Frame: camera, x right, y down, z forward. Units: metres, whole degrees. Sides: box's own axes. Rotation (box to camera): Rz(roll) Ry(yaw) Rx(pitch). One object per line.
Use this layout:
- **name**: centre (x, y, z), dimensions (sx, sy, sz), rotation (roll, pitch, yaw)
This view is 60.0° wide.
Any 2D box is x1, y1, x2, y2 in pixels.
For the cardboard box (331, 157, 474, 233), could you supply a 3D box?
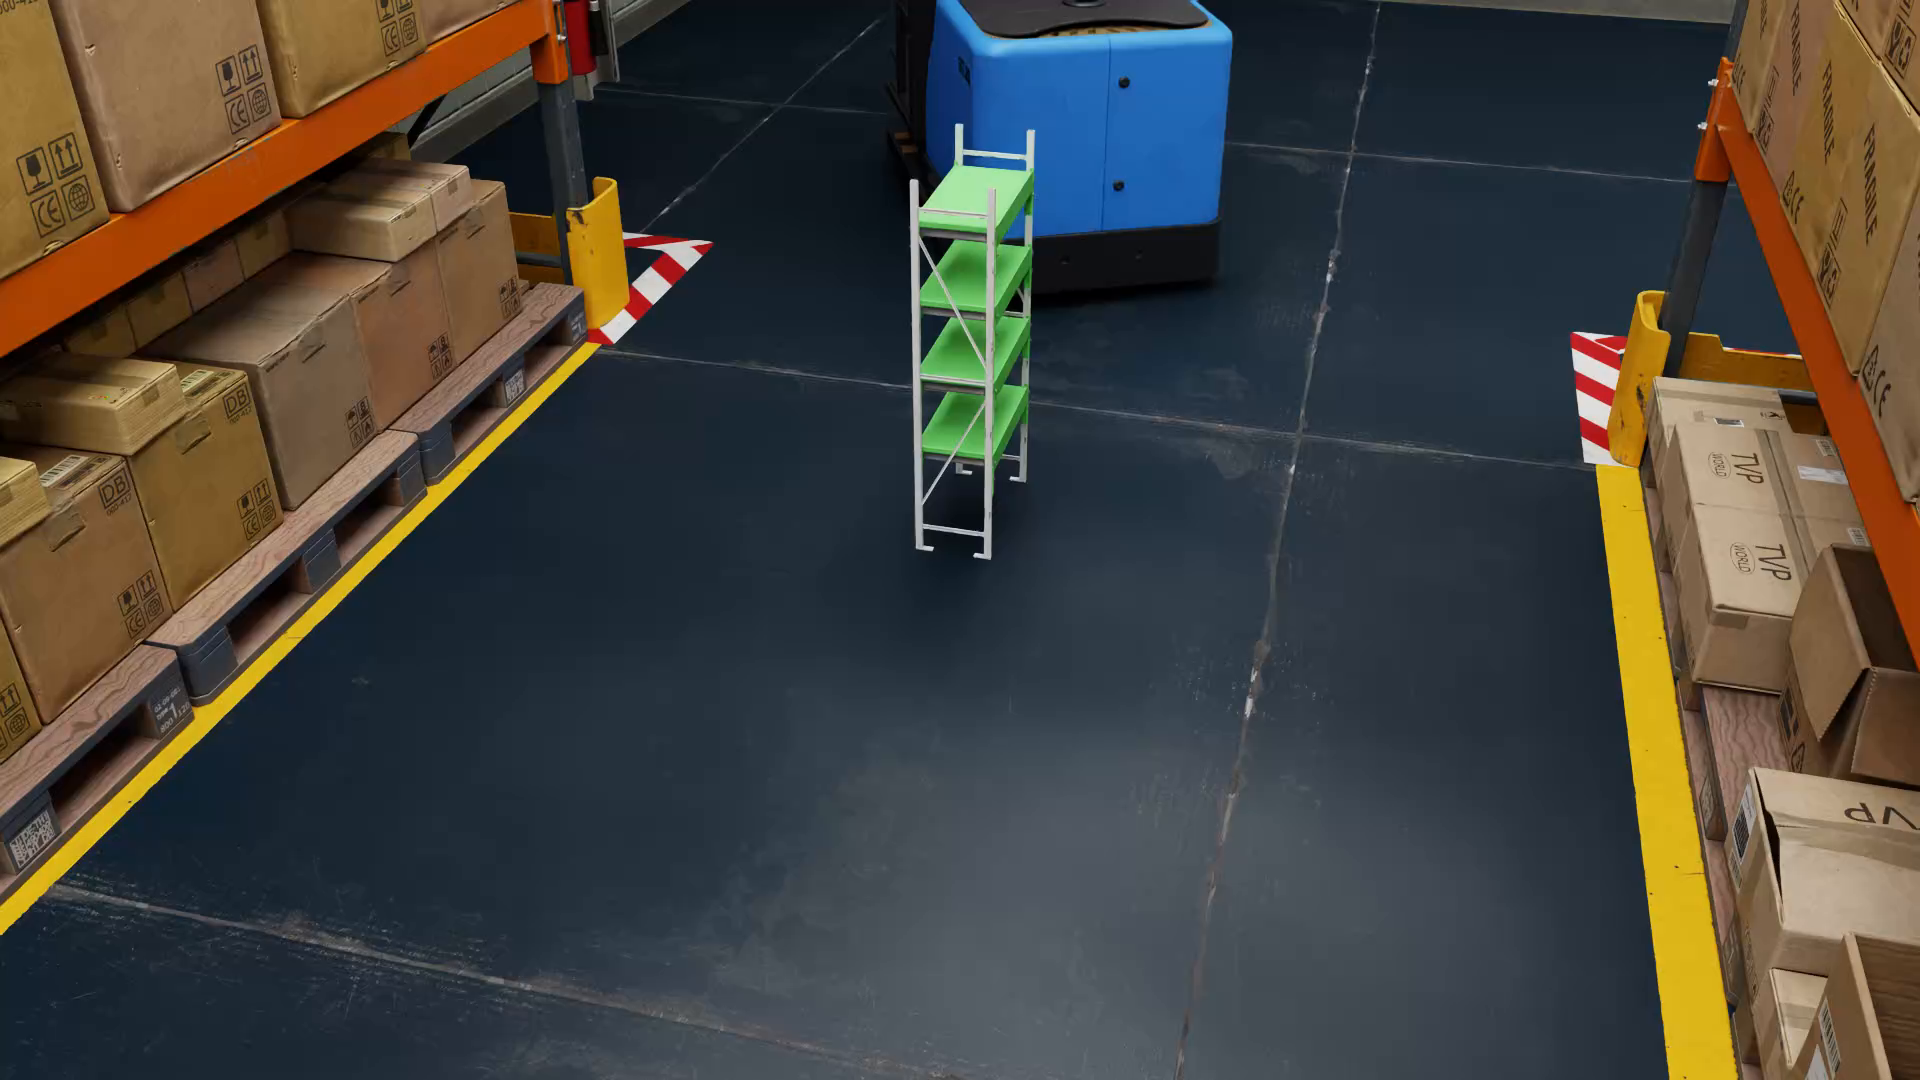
- **cardboard box**: centre (-1.884, -1.171, 5.630), dimensions (0.380, 0.149, 0.250), rotation (8, 33, 12)

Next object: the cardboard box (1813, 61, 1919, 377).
- **cardboard box**: centre (2.094, -0.631, 3.353), dimensions (0.500, 0.500, 0.500), rotation (8, 33, 13)

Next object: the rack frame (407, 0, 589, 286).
- **rack frame**: centre (-1.947, -2.243, 5.982), dimensions (1.000, 3.000, 0.127), rotation (8, 33, 12)

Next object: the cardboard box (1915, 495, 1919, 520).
- **cardboard box**: centre (1.839, -0.099, 2.517), dimensions (0.500, 0.500, 0.500), rotation (9, 34, 14)

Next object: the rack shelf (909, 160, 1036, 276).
- **rack shelf**: centre (0.042, -0.943, 4.840), dimensions (0.258, 0.148, 0.480), rotation (8, 33, 12)

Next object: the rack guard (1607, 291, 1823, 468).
- **rack guard**: centre (2.826, -0.476, 5.533), dimensions (1.175, 0.500, 0.348), rotation (8, 33, 12)

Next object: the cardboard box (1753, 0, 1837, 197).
- **cardboard box**: centre (2.352, -1.150, 4.170), dimensions (0.500, 0.500, 0.500), rotation (8, 33, 12)

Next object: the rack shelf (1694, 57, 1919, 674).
- **rack shelf**: centre (2.338, -0.229, 3.485), dimensions (1.077, 0.370, 4.000), rotation (8, 33, 12)

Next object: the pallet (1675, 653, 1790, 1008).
- **pallet**: centre (2.313, 0.691, 3.967), dimensions (1.003, 0.211, 1.213), rotation (8, 33, 12)

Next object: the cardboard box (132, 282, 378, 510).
- **cardboard box**: centre (-2.282, -0.468, 5.128), dimensions (0.700, 0.500, 0.500), rotation (7, 33, 11)

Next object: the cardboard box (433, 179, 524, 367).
- **cardboard box**: centre (-2.028, -0.988, 5.947), dimensions (0.700, 0.500, 0.500), rotation (8, 33, 12)

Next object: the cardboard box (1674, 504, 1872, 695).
- **cardboard box**: centre (2.180, 0.167, 4.345), dimensions (0.500, 0.250, 0.500), rotation (8, 33, 12)

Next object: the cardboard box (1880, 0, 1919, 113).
- **cardboard box**: centre (2.093, -1.045, 3.073), dimensions (0.500, 0.500, 0.500), rotation (8, 33, 12)

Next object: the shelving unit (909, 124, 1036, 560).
- **shelving unit**: centre (0.042, -0.592, 5.063), dimensions (0.258, 1.200, 0.503), rotation (8, 33, 12)

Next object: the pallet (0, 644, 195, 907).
- **pallet**: centre (-2.693, 0.626, 4.069), dimensions (1.003, 0.211, 1.213), rotation (8, 33, 12)

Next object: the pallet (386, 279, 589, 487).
- **pallet**: centre (-2.074, -0.641, 6.061), dimensions (1.003, 0.211, 1.213), rotation (8, 33, 12)

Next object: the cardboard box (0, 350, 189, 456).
- **cardboard box**: centre (-2.277, -0.361, 4.356), dimensions (0.380, 0.149, 0.250), rotation (7, 33, 11)

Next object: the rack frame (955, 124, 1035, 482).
- **rack frame**: centre (0.104, -0.719, 5.262), dimensions (0.240, 1.200, 0.015), rotation (8, 33, 12)

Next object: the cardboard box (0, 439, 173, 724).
- **cardboard box**: centre (-2.542, 0.076, 4.273), dimensions (0.700, 0.500, 0.500), rotation (8, 33, 12)

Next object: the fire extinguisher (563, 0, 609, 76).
- **fire extinguisher**: centre (-1.462, -2.068, 6.127), dimensions (0.296, 0.674, 0.183), rotation (8, 33, 12)

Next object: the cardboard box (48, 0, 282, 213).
- **cardboard box**: centre (-2.443, -1.330, 4.267), dimensions (0.980, 0.700, 0.700), rotation (6, 33, 10)

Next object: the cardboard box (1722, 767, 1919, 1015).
- **cardboard box**: centre (1.891, 0.731, 3.401), dimensions (0.500, 0.311, 0.500), rotation (8, 33, 12)

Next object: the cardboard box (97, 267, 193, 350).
- **cardboard box**: centre (-2.509, -0.696, 4.883), dimensions (0.380, 0.149, 0.250), rotation (8, 33, 13)

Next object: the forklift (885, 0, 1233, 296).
- **forklift**: centre (0.261, -2.987, 7.216), dimensions (1.130, 2.935, 3.031), rotation (-6, 33, -10)

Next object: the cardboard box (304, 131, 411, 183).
- **cardboard box**: centre (-2.189, -1.354, 5.918), dimensions (0.380, 0.149, 0.250), rotation (8, 33, 13)

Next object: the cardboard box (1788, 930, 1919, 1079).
- **cardboard box**: centre (1.701, 1.040, 2.738), dimensions (0.500, 0.500, 0.500), rotation (8, 33, 12)

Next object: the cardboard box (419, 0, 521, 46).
- **cardboard box**: centre (-2.067, -2.104, 5.483), dimensions (0.980, 0.700, 0.700), rotation (10, 34, 15)

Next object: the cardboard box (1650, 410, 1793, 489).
- **cardboard box**: centre (2.344, -0.260, 5.094), dimensions (0.380, 0.166, 0.250), rotation (8, 33, 12)

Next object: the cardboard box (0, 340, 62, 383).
- **cardboard box**: centre (-2.639, -0.431, 4.466), dimensions (0.380, 0.149, 0.250), rotation (8, 33, 13)

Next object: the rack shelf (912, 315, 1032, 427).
- **rack shelf**: centre (0.042, -0.538, 5.097), dimensions (0.258, 0.148, 0.480), rotation (8, 33, 12)

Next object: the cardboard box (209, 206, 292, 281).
- **cardboard box**: centre (-2.381, -0.962, 5.300), dimensions (0.380, 0.149, 0.250), rotation (8, 33, 13)
